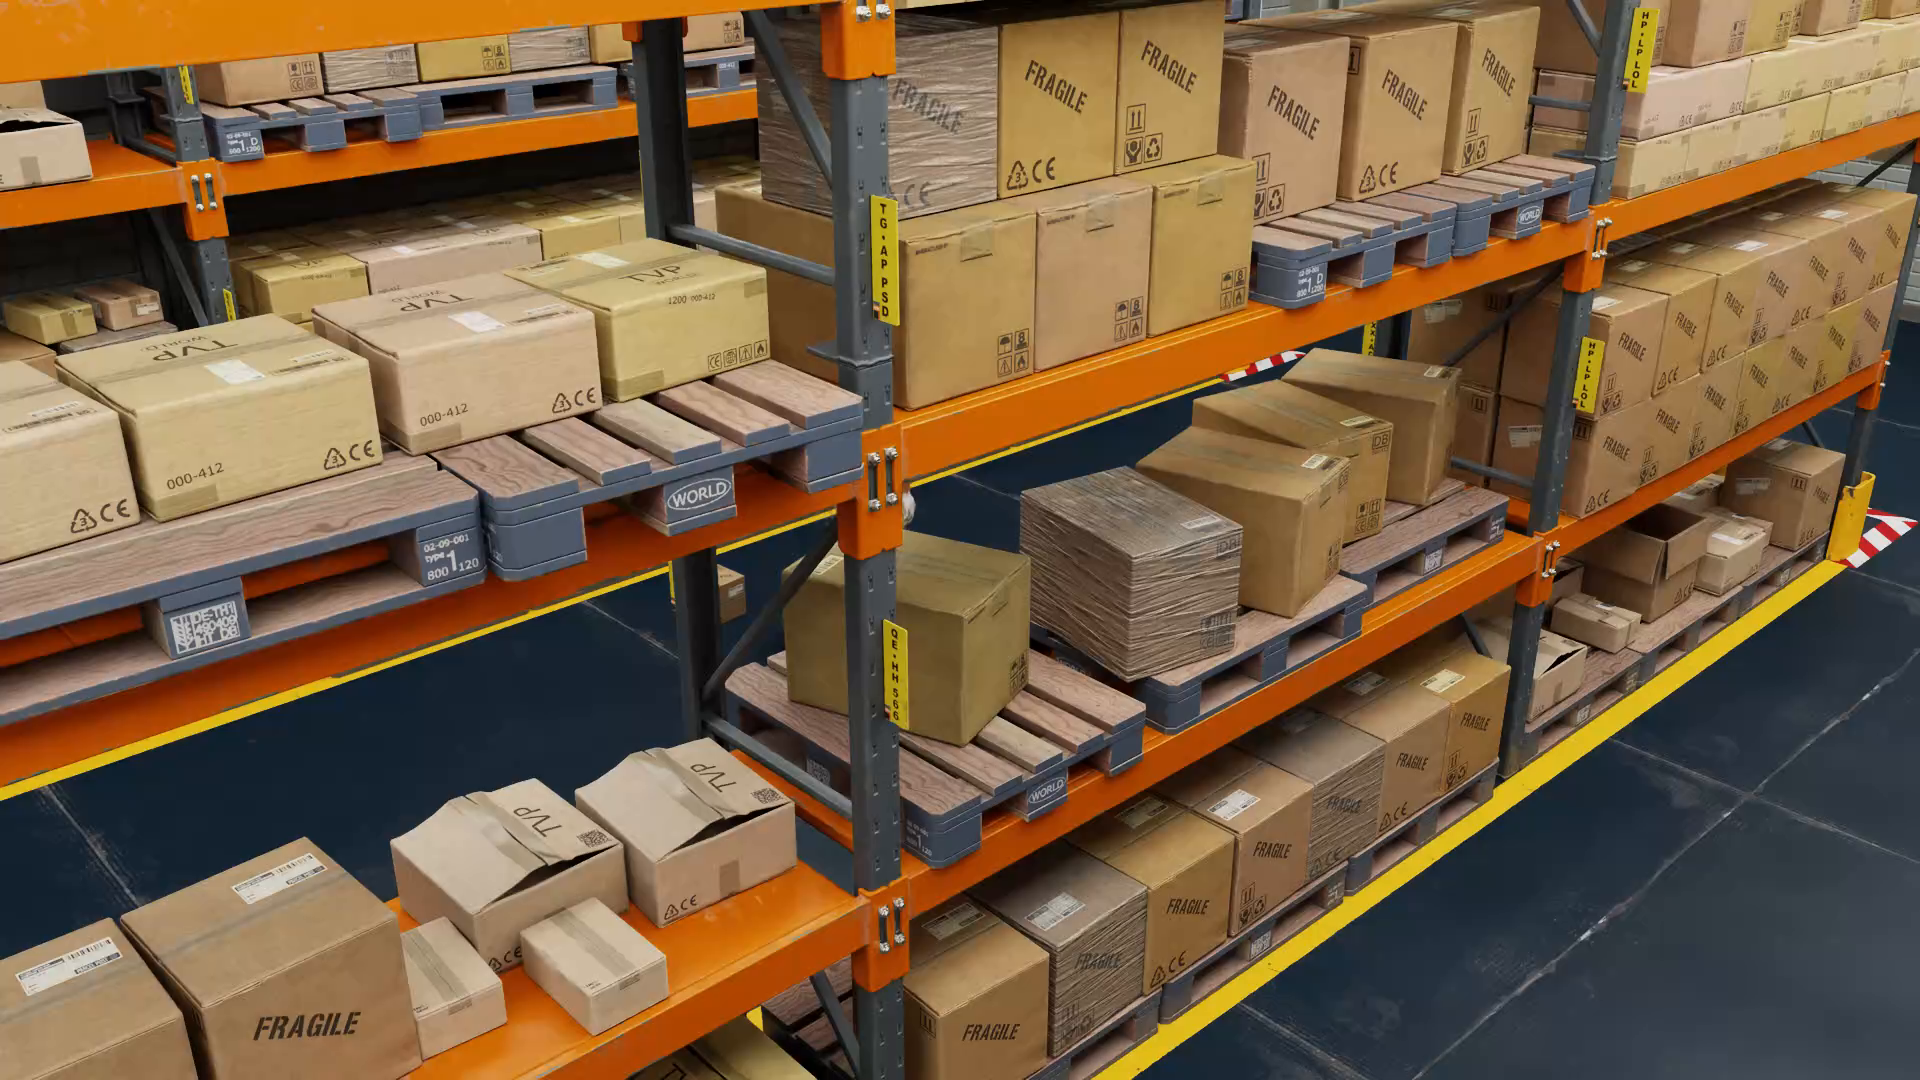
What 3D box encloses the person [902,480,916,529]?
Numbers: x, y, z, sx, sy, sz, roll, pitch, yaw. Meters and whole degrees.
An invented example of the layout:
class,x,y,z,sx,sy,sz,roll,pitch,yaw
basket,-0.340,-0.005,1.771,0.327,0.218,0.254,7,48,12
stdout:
class,x,y,z,sx,sy,sz,roll,pitch,yaw
person,-0.479,-0.304,9.226,0.538,1.782,0.579,-14,28,-28
